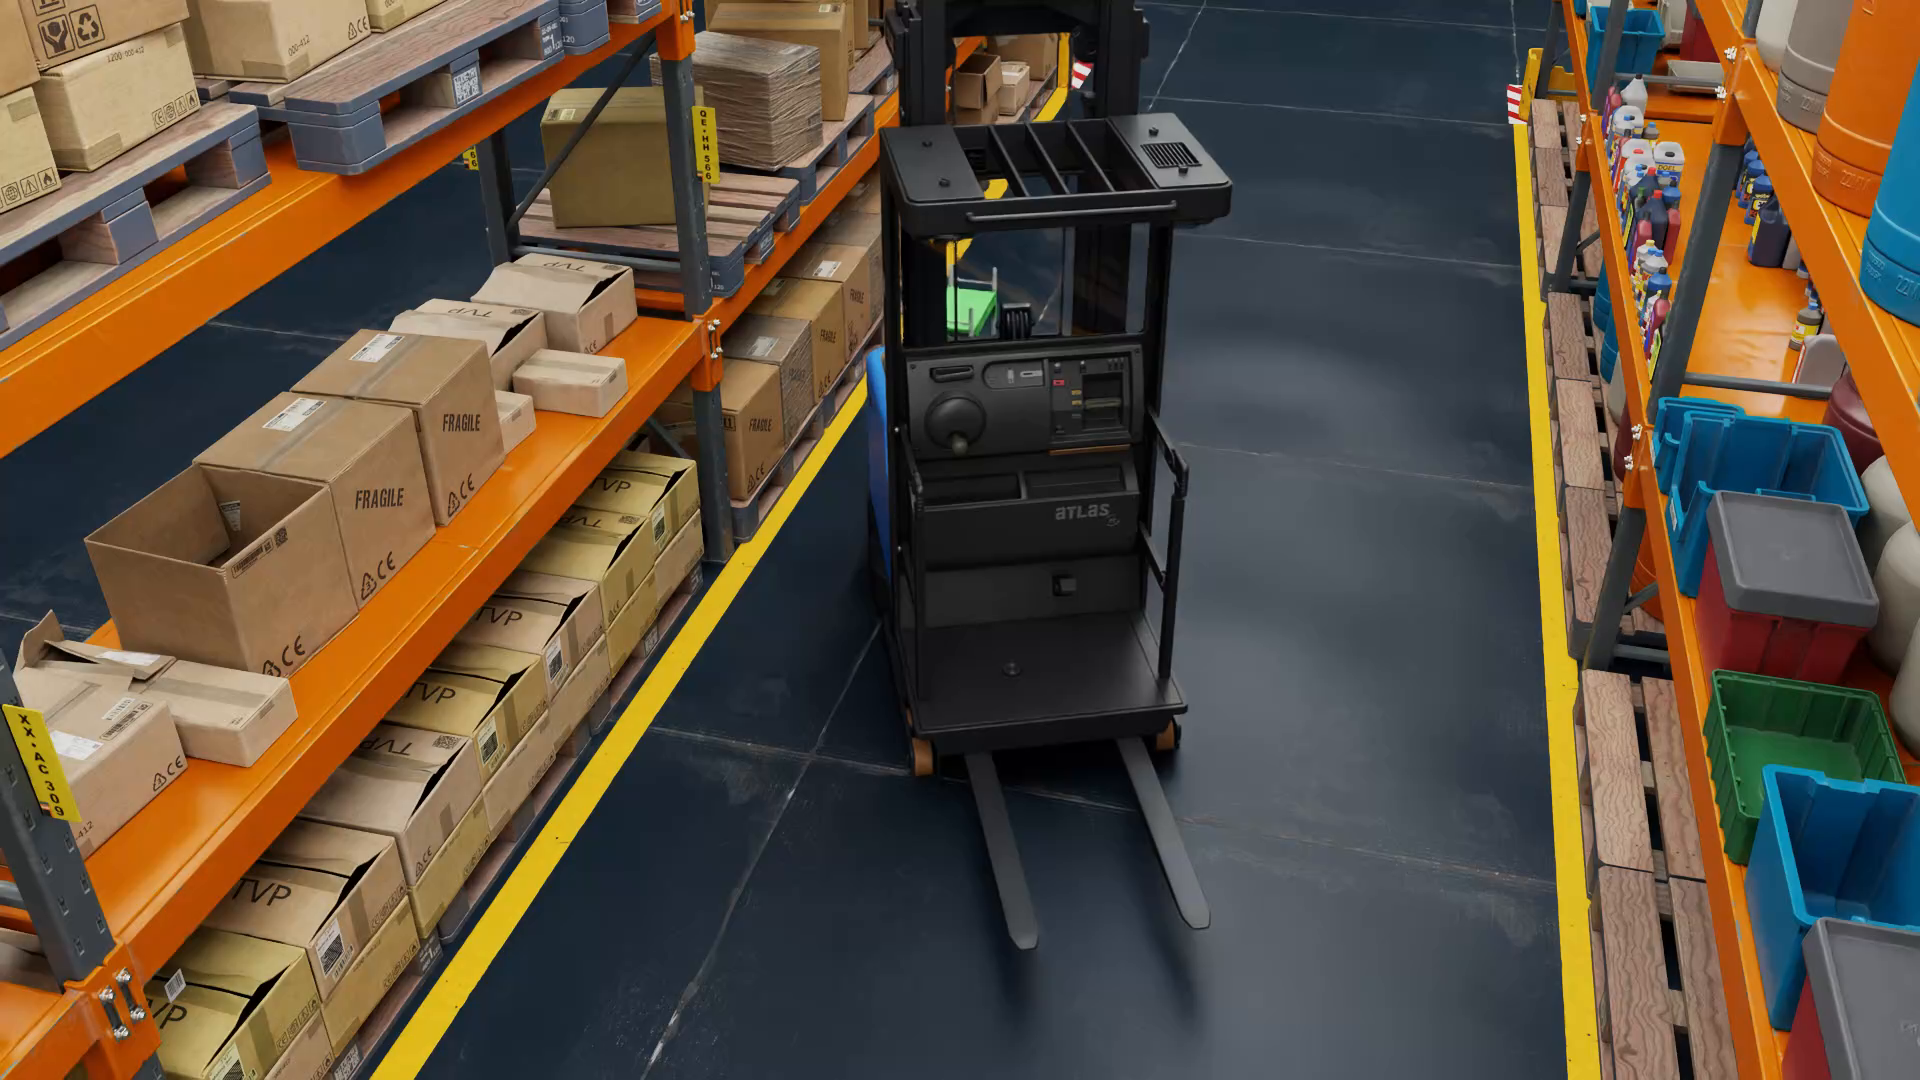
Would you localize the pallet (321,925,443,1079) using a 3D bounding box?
[{"bbox_3d":[-2.469,1.623,5.501,1.003,0.211,1.213,8,33,12],"label":"pallet"}]

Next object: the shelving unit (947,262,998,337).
[{"bbox_3d":[0.002,-0.712,8.251,0.258,1.200,0.503,8,33,12],"label":"shelving unit"}]

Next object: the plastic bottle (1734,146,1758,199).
[{"bbox_3d":[4.069,-1.895,8.554,0.097,0.271,0.097,0,32,0],"label":"plastic bottle"}]

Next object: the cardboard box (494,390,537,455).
[{"bbox_3d":[-1.872,-0.467,6.422,0.380,0.149,0.250,10,34,16],"label":"cardboard box"}]

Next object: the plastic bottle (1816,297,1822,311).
[{"bbox_3d":[3.724,-0.997,7.142,0.097,0.271,0.097,0,32,0],"label":"plastic bottle"}]

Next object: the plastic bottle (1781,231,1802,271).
[{"bbox_3d":[3.962,-1.414,7.793,0.152,0.276,0.135,8,33,12],"label":"plastic bottle"}]

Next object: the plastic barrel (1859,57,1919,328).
[{"bbox_3d":[2.423,-0.940,3.669,0.600,0.901,0.708,8,33,12],"label":"plastic barrel"}]

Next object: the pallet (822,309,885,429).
[{"bbox_3d":[-1.065,-1.079,9.750,1.003,0.211,1.213,8,33,12],"label":"pallet"}]

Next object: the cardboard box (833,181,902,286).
[{"bbox_3d":[-0.569,-1.898,10.360,0.500,0.500,0.500,8,33,13],"label":"cardboard box"}]

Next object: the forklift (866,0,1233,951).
[{"bbox_3d":[0.293,-0.487,6.284,1.130,2.935,3.031,-5,33,-8],"label":"forklift"}]

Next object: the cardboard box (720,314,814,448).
[{"bbox_3d":[-1.084,-0.843,8.699,0.500,0.500,0.500,7,33,11],"label":"cardboard box"}]

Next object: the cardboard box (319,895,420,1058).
[{"bbox_3d":[-2.145,1.376,5.461,0.500,0.250,0.500,9,33,14],"label":"cardboard box"}]

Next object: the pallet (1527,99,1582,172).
[{"bbox_3d":[4.971,-3.118,12.957,1.003,0.211,1.213,8,33,12],"label":"pallet"}]

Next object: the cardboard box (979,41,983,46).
[{"bbox_3d":[-0.011,-4.206,14.317,0.380,0.149,0.250,8,33,12],"label":"cardboard box"}]

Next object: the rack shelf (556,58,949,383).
[{"bbox_3d":[-1.095,-1.976,9.233,1.077,0.370,4.000,8,33,12],"label":"rack shelf"}]

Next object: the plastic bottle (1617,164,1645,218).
[{"bbox_3d":[3.367,-1.742,8.313,0.097,0.271,0.097,0,32,0],"label":"plastic bottle"}]

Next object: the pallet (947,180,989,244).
[{"bbox_3d":[-0.413,-2.497,11.982,1.003,0.211,1.213,8,33,12],"label":"pallet"}]

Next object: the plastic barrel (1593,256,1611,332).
[{"bbox_3d":[4.048,-1.653,9.619,0.600,0.901,0.708,8,33,12],"label":"plastic barrel"}]

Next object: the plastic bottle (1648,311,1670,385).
[{"bbox_3d":[2.877,-0.785,6.797,0.061,0.283,0.133,8,33,12],"label":"plastic bottle"}]

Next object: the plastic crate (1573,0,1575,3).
[{"bbox_3d":[4.502,-3.905,11.697,0.416,0.233,0.300,8,33,12],"label":"plastic crate"}]

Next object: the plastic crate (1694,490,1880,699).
[{"bbox_3d":[2.481,0.204,5.073,0.402,0.464,0.583,8,33,12],"label":"plastic crate"}]

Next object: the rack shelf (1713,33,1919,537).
[{"bbox_3d":[2.680,-0.490,4.100,1.077,0.370,4.000,8,33,12],"label":"rack shelf"}]

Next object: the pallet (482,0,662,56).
[{"bbox_3d":[-1.689,-2.064,6.081,1.213,0.211,1.003,10,34,15],"label":"pallet"}]

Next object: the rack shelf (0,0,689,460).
[{"bbox_3d":[-2.111,-1.166,5.164,1.077,0.370,4.000,8,33,12],"label":"rack shelf"}]

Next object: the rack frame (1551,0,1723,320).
[{"bbox_3d":[4.202,-2.641,9.609,1.000,3.000,0.127,8,33,12],"label":"rack frame"}]

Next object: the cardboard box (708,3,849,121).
[{"bbox_3d":[-0.977,-2.612,9.078,0.700,0.500,0.500,0,32,0],"label":"cardboard box"}]

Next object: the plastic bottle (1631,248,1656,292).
[{"bbox_3d":[3.131,-1.230,7.574,0.097,0.201,0.097,0,32,0],"label":"plastic bottle"}]

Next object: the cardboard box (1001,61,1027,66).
[{"bbox_3d":[0.338,-3.870,13.772,0.380,0.166,0.250,8,33,12],"label":"cardboard box"}]

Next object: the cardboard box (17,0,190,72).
[{"bbox_3d":[-2.301,-1.476,4.029,0.500,0.500,0.500,11,34,17],"label":"cardboard box"}]

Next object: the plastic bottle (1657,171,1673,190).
[{"bbox_3d":[3.548,-1.761,8.409,0.097,0.201,0.097,0,32,0],"label":"plastic bottle"}]

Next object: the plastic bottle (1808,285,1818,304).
[{"bbox_3d":[3.875,-1.177,7.426,0.097,0.271,0.097,0,32,0],"label":"plastic bottle"}]

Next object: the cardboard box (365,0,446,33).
[{"bbox_3d":[-1.935,-1.809,5.252,0.500,0.250,0.500,7,33,11],"label":"cardboard box"}]

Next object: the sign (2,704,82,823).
[{"bbox_3d":[-2.081,0.510,3.772,0.100,0.325,0.005,8,33,12],"label":"sign"}]

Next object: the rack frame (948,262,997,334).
[{"bbox_3d":[0.061,-0.839,8.451,0.240,1.200,0.015,8,33,12],"label":"rack frame"}]

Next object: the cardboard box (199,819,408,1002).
[{"bbox_3d":[-2.140,1.141,5.309,0.500,0.311,0.500,8,33,12],"label":"cardboard box"}]

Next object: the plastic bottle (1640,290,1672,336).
[{"bbox_3d":[3.007,-0.978,7.177,0.097,0.201,0.097,0,32,0],"label":"plastic bottle"}]

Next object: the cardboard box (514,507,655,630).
[{"bbox_3d":[-1.623,0.080,6.976,0.500,0.311,0.500,8,33,12],"label":"cardboard box"}]

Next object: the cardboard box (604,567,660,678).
[{"bbox_3d":[-1.628,0.315,7.130,0.500,0.250,0.500,8,33,12],"label":"cardboard box"}]

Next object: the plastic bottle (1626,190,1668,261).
[{"bbox_3d":[3.248,-1.483,7.833,0.144,0.351,0.185,8,33,12],"label":"plastic bottle"}]

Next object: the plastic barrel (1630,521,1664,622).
[{"bbox_3d":[3.295,-0.083,7.216,0.600,0.830,0.708,8,33,12],"label":"plastic barrel"}]

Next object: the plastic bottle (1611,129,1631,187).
[{"bbox_3d":[3.471,-1.999,8.707,0.061,0.283,0.133,8,33,12],"label":"plastic bottle"}]

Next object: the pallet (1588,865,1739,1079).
[{"bbox_3d":[2.642,1.639,5.475,1.003,0.211,1.213,8,33,12],"label":"pallet"}]

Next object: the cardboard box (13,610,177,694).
[{"bbox_3d":[-2.573,0.409,4.936,0.396,0.266,0.258,7,33,11],"label":"cardboard box"}]

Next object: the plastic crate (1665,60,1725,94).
[{"bbox_3d":[4.459,-2.778,10.013,0.396,0.136,0.243,8,33,12],"label":"plastic crate"}]

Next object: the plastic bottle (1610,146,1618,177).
[{"bbox_3d":[3.518,-2.022,8.820,0.097,0.201,0.097,0,32,0],"label":"plastic bottle"}]

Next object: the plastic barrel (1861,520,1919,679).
[{"bbox_3d":[3.026,0.169,5.085,0.421,0.512,0.421,0,32,0],"label":"plastic barrel"}]

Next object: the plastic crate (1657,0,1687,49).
[{"bbox_3d":[4.768,-3.384,10.832,0.437,0.282,0.530,8,33,12],"label":"plastic crate"}]

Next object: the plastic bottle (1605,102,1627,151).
[{"bbox_3d":[3.626,-2.273,9.149,0.097,0.271,0.097,0,32,0],"label":"plastic bottle"}]
